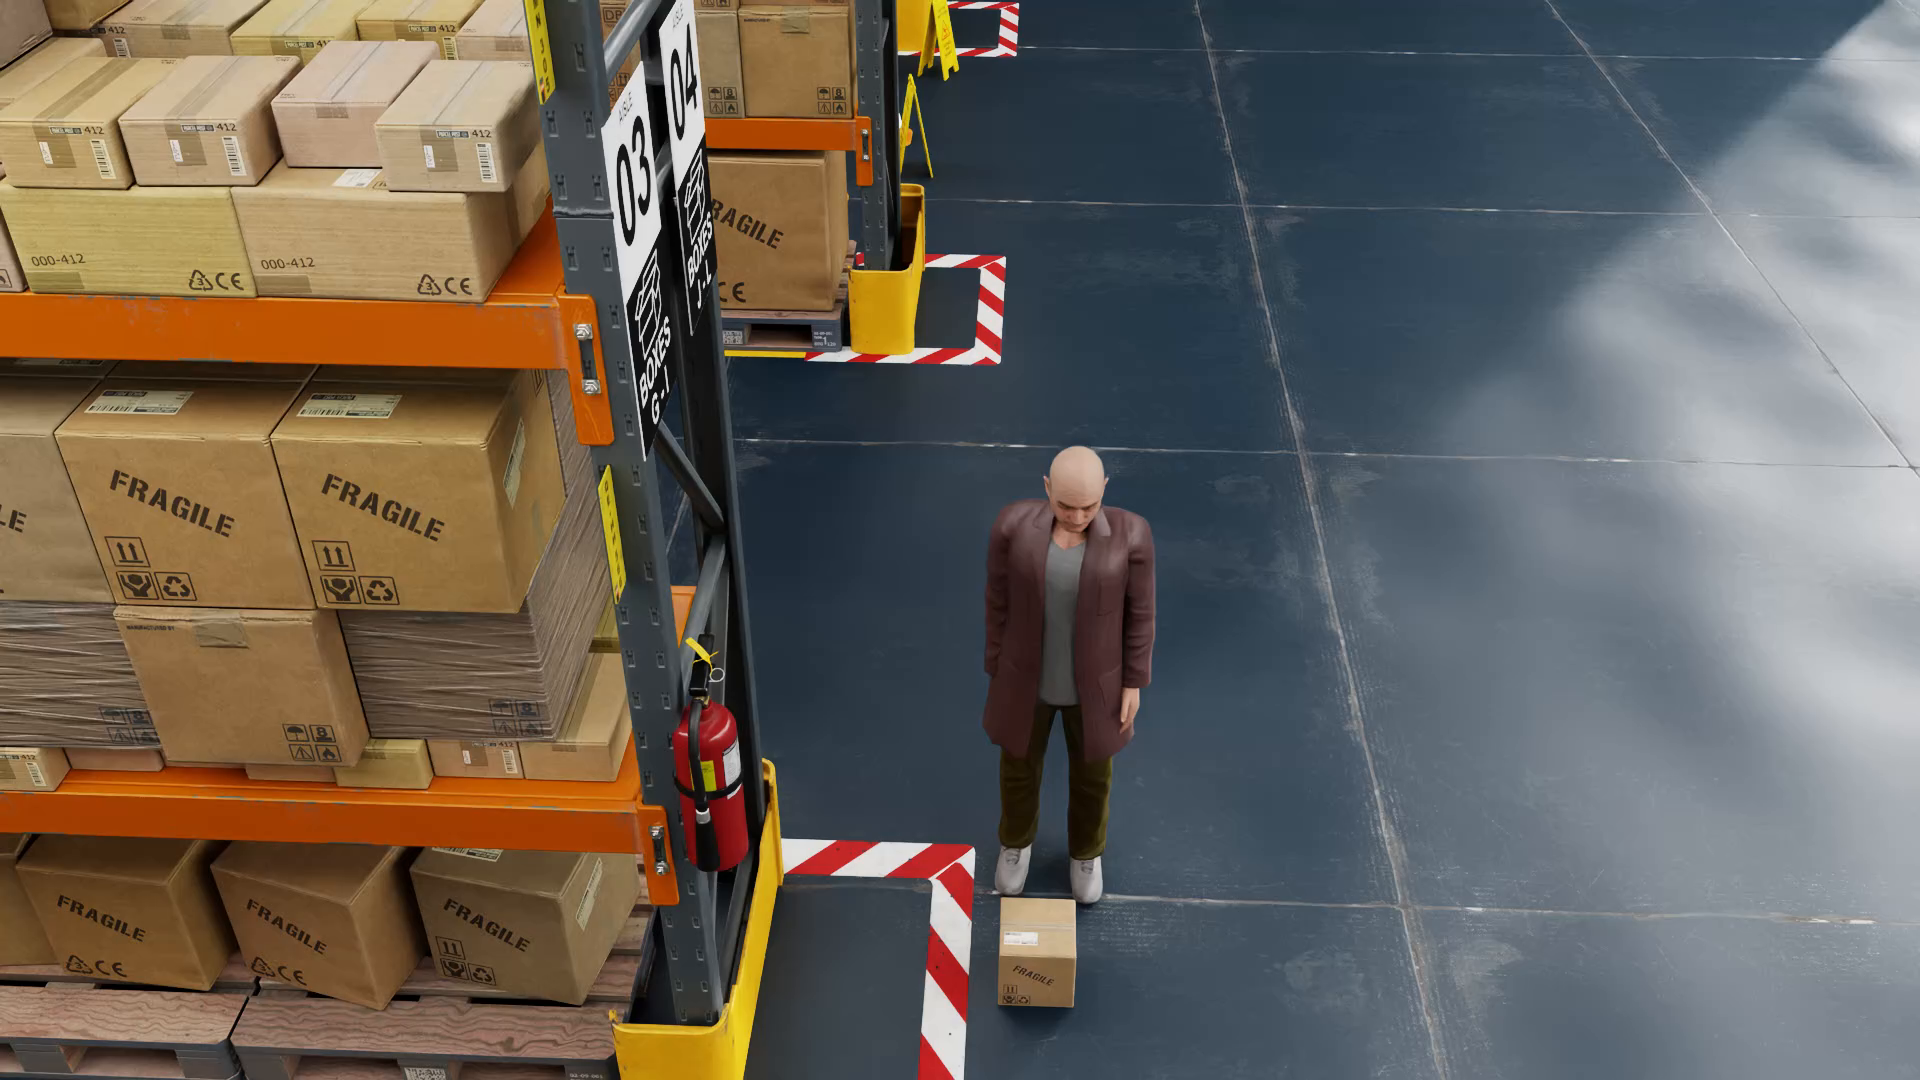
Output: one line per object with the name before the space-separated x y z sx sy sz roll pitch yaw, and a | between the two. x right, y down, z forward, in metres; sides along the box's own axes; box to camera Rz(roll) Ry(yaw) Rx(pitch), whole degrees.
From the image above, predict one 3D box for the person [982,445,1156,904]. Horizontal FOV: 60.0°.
person | 0.351 0.464 5.511 0.562 1.774 0.379 5 36 7
